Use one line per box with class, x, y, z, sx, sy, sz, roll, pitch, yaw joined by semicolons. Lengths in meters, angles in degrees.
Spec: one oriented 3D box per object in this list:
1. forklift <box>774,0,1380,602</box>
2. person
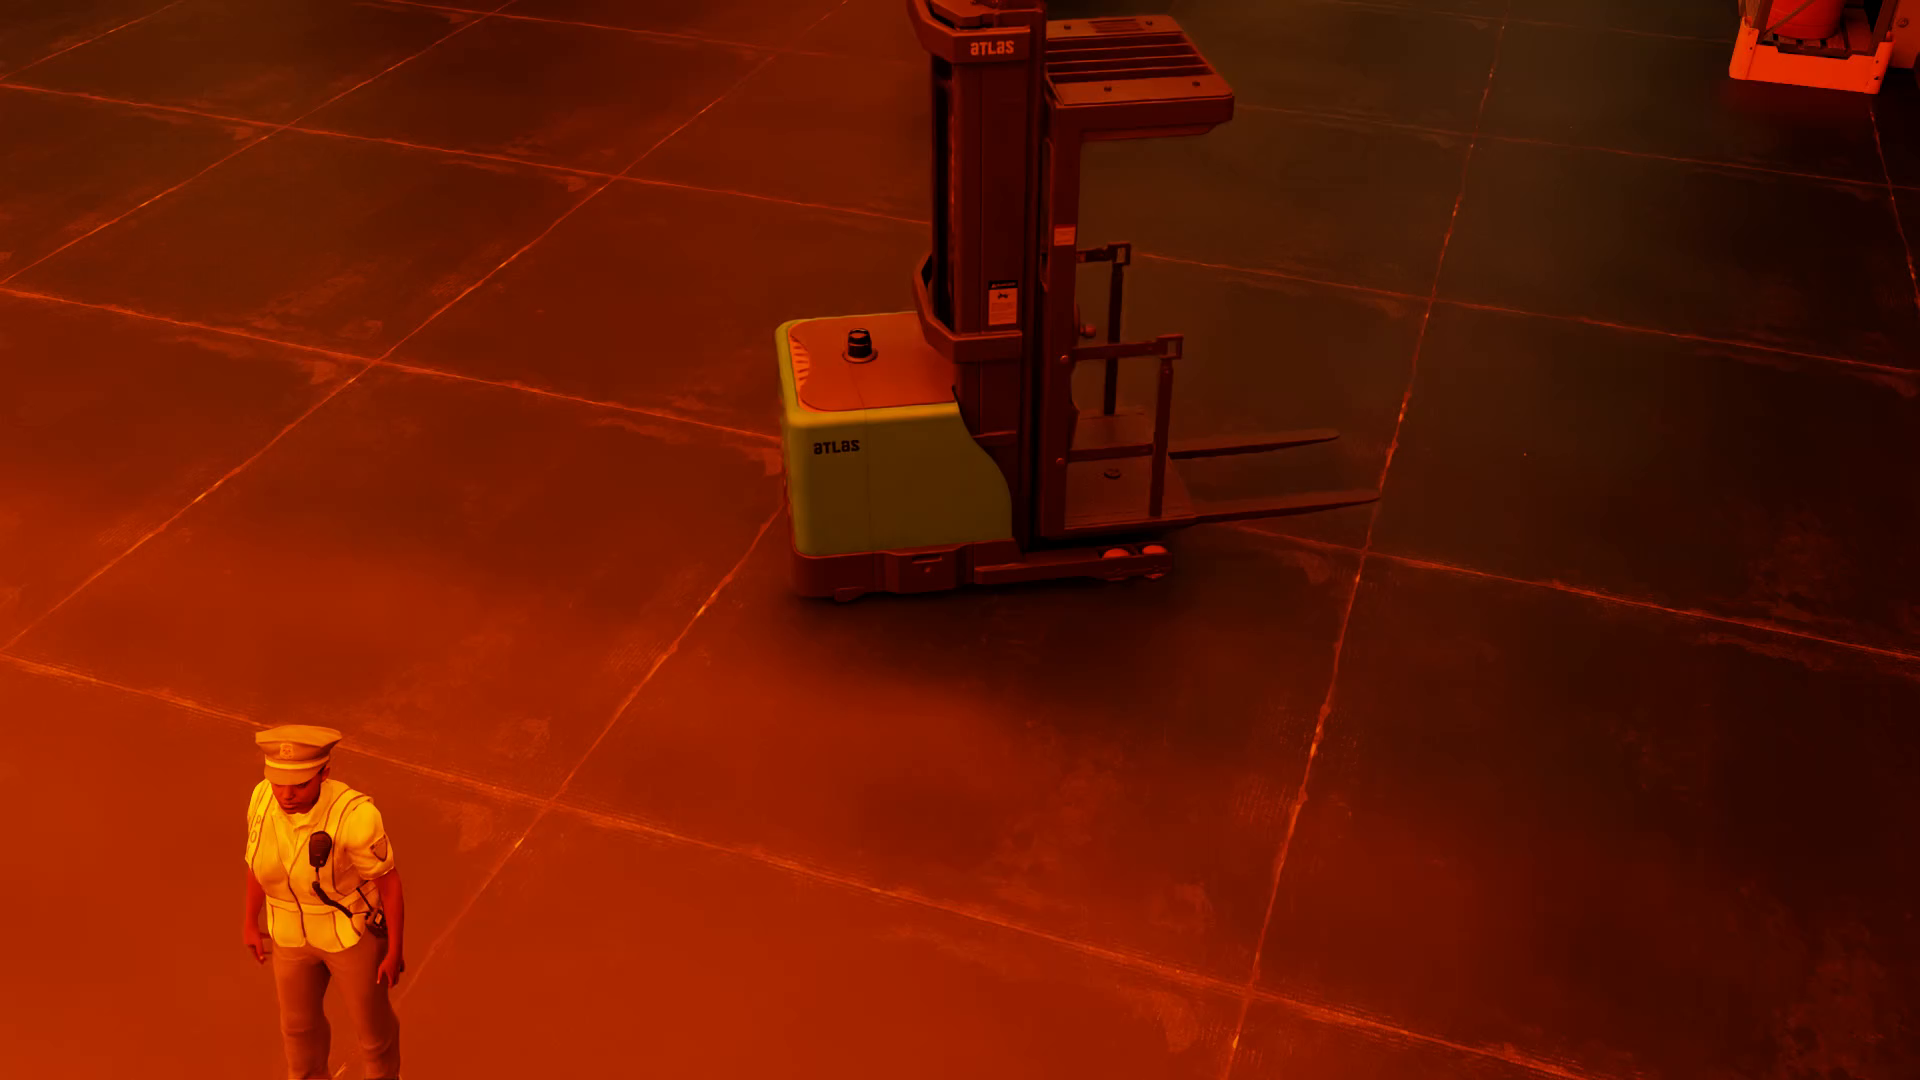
forklift;0.620;-1.284;7.921;3.031;2.935;1.130;-5;36;-7
person;-2.066;1.302;5.333;0.569;1.693;0.530;6;36;9
